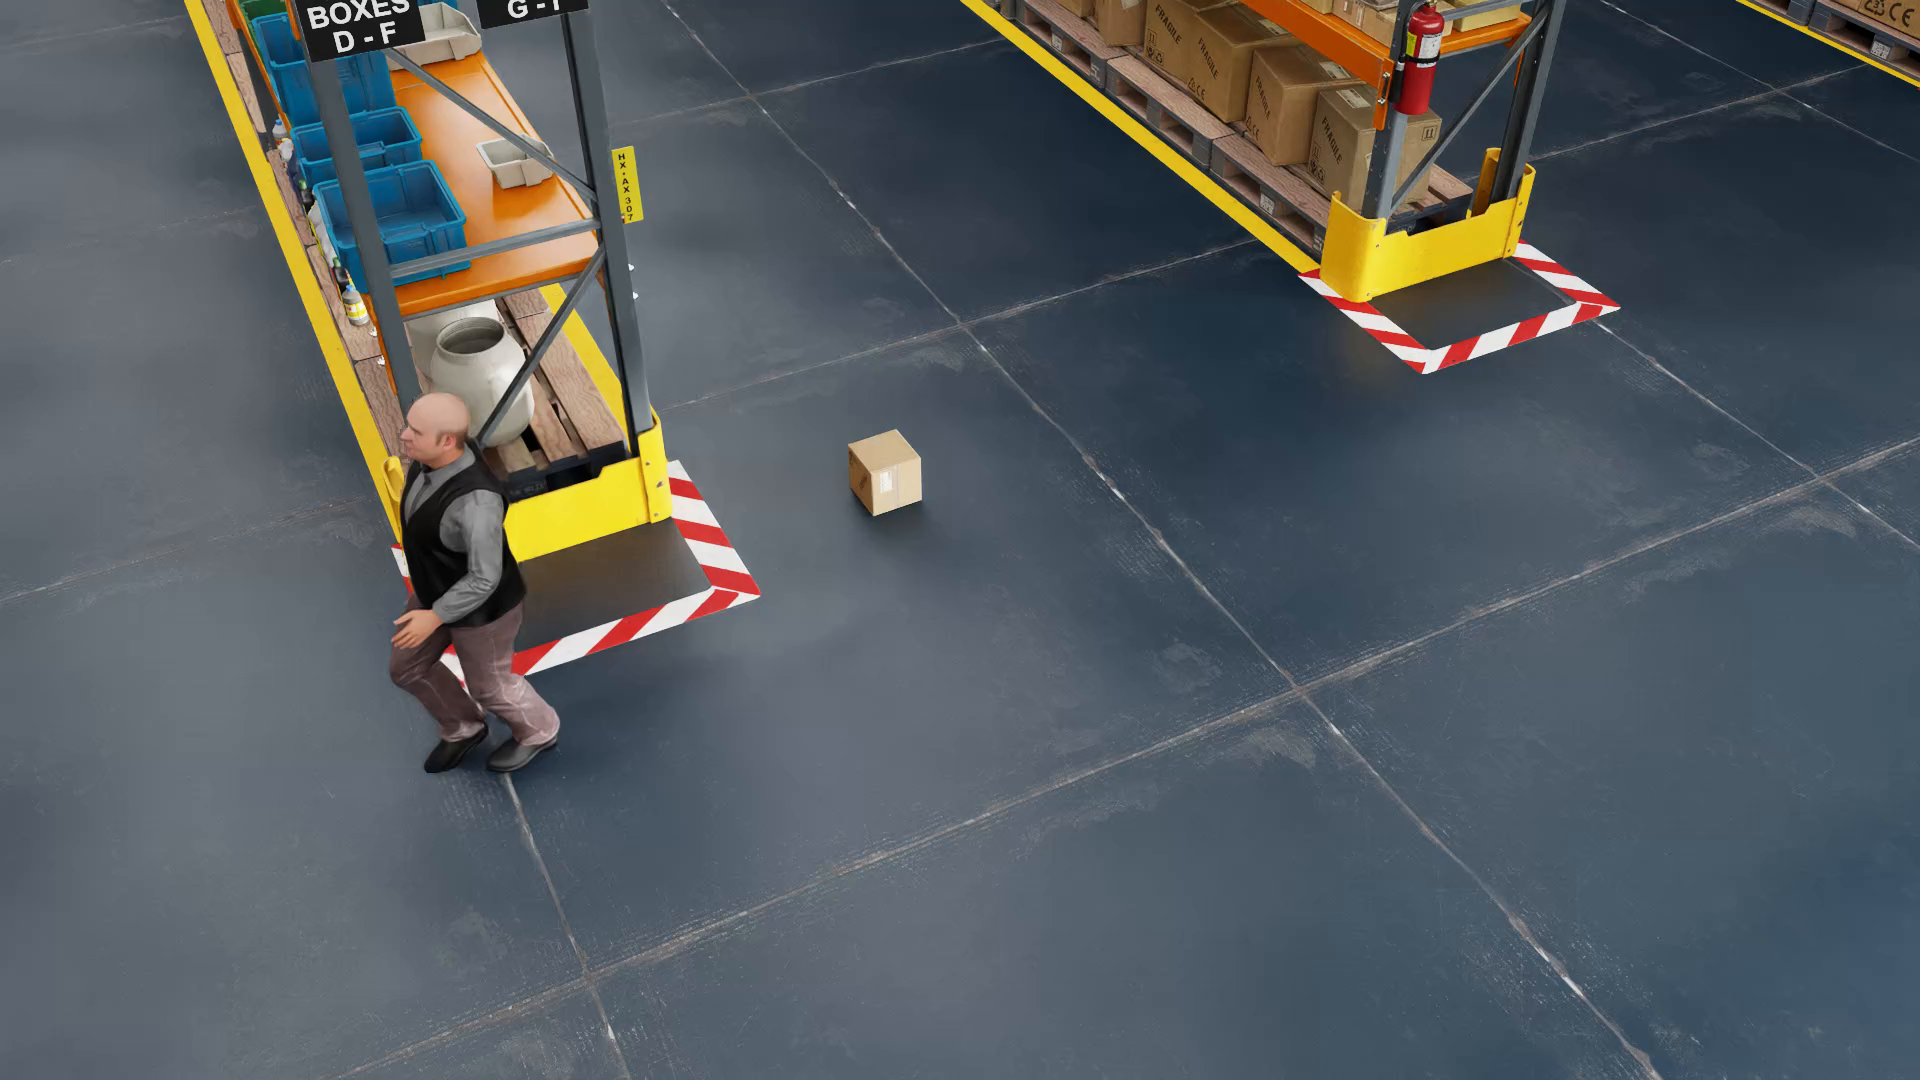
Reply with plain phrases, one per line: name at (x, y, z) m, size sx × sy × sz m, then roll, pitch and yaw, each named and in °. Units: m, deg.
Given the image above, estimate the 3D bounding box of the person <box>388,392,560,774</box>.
person at (-1.807, 0.228, 5.945) m, size 0.533 × 1.735 × 0.618 m, roll -25°, pitch 47°, yaw -26°
